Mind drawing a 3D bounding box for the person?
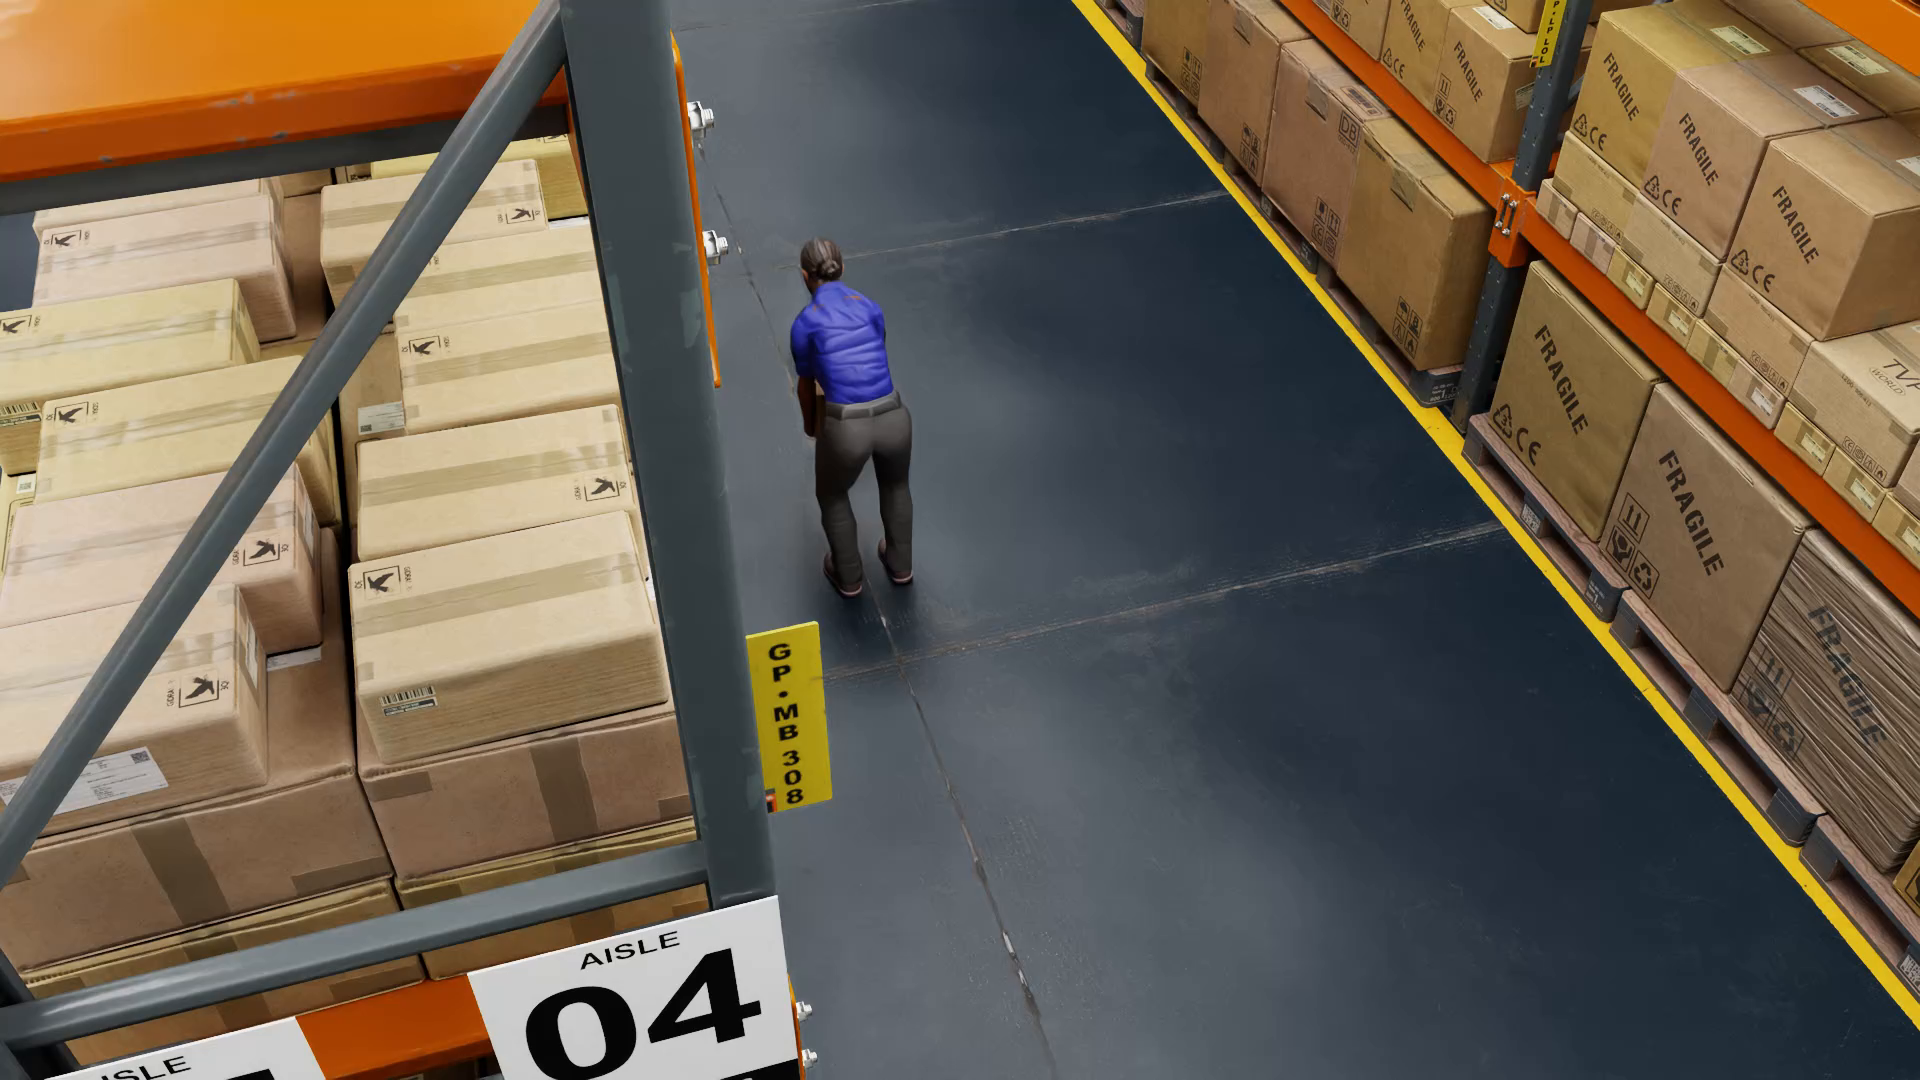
[{"bbox_3d":[-0.454,-0.487,6.861,0.411,1.445,0.709,-14,44,-15],"label":"person"}]
